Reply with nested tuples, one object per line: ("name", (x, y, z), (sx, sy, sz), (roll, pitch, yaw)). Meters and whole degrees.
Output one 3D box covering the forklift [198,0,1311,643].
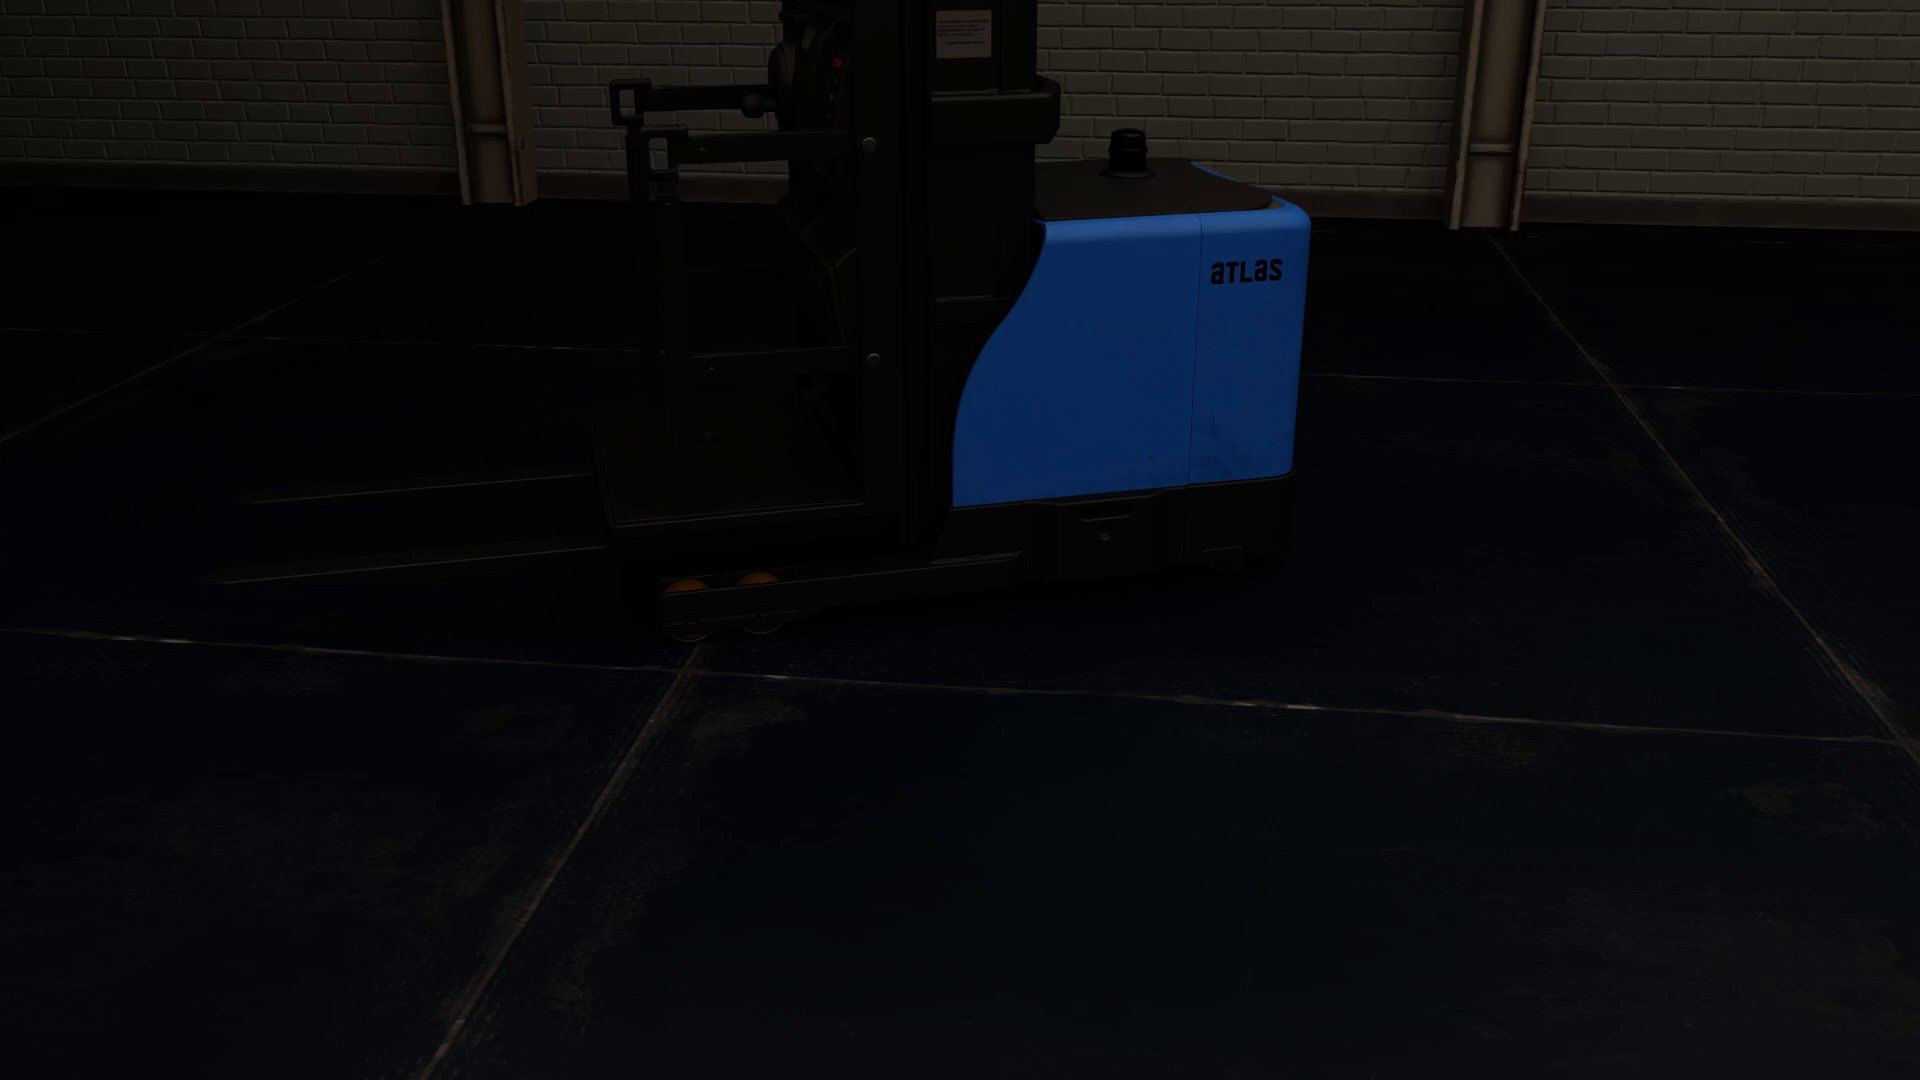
("forklift", (-0.588, -1.301, 4.485), (3.031, 2.935, 1.130), (-6, 23, -14))
